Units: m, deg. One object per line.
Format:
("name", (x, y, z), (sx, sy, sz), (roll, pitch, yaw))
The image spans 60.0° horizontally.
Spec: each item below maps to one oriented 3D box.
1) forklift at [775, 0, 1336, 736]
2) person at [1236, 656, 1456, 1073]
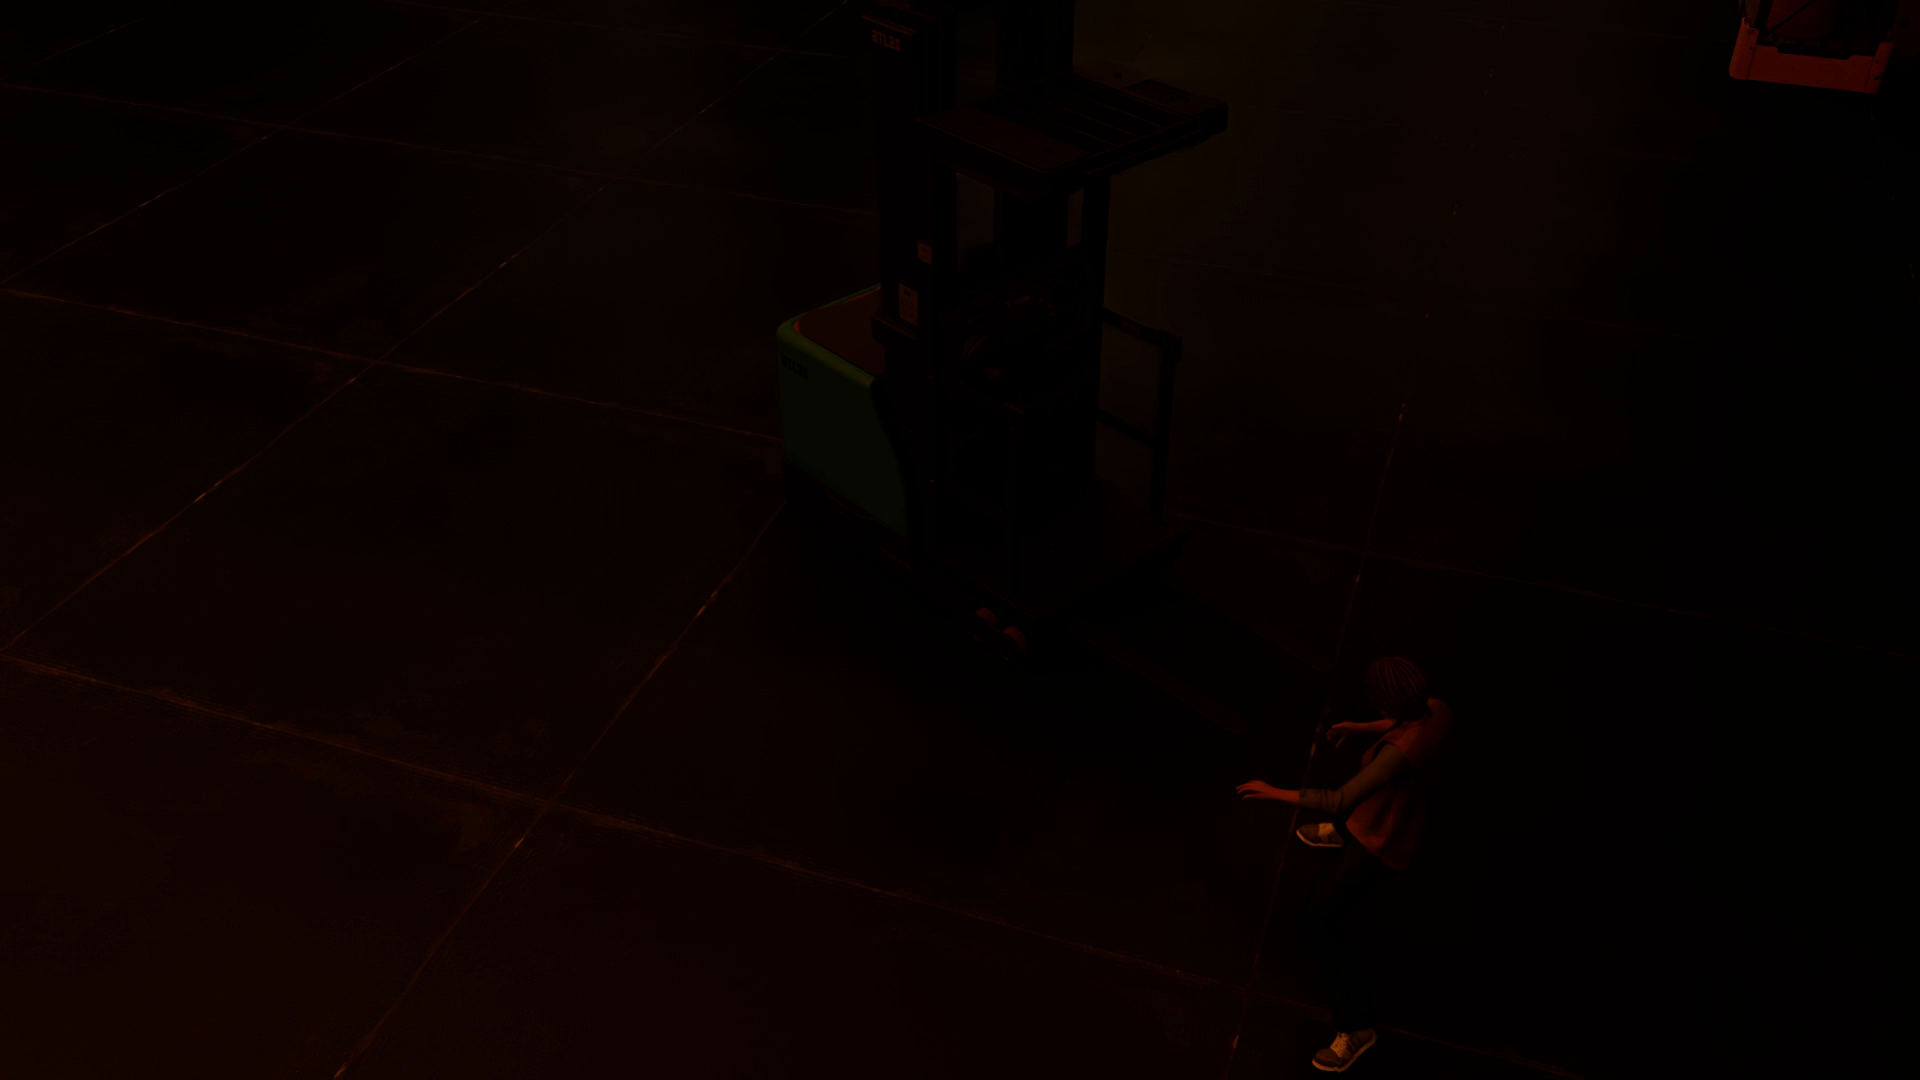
("forklift", (0.422, -0.957, 7.460), (1.130, 2.935, 3.031), (-28, 44, -33))
("person", (1.420, 1.001, 6.032), (0.753, 1.391, 1.158), (24, 42, 30))
